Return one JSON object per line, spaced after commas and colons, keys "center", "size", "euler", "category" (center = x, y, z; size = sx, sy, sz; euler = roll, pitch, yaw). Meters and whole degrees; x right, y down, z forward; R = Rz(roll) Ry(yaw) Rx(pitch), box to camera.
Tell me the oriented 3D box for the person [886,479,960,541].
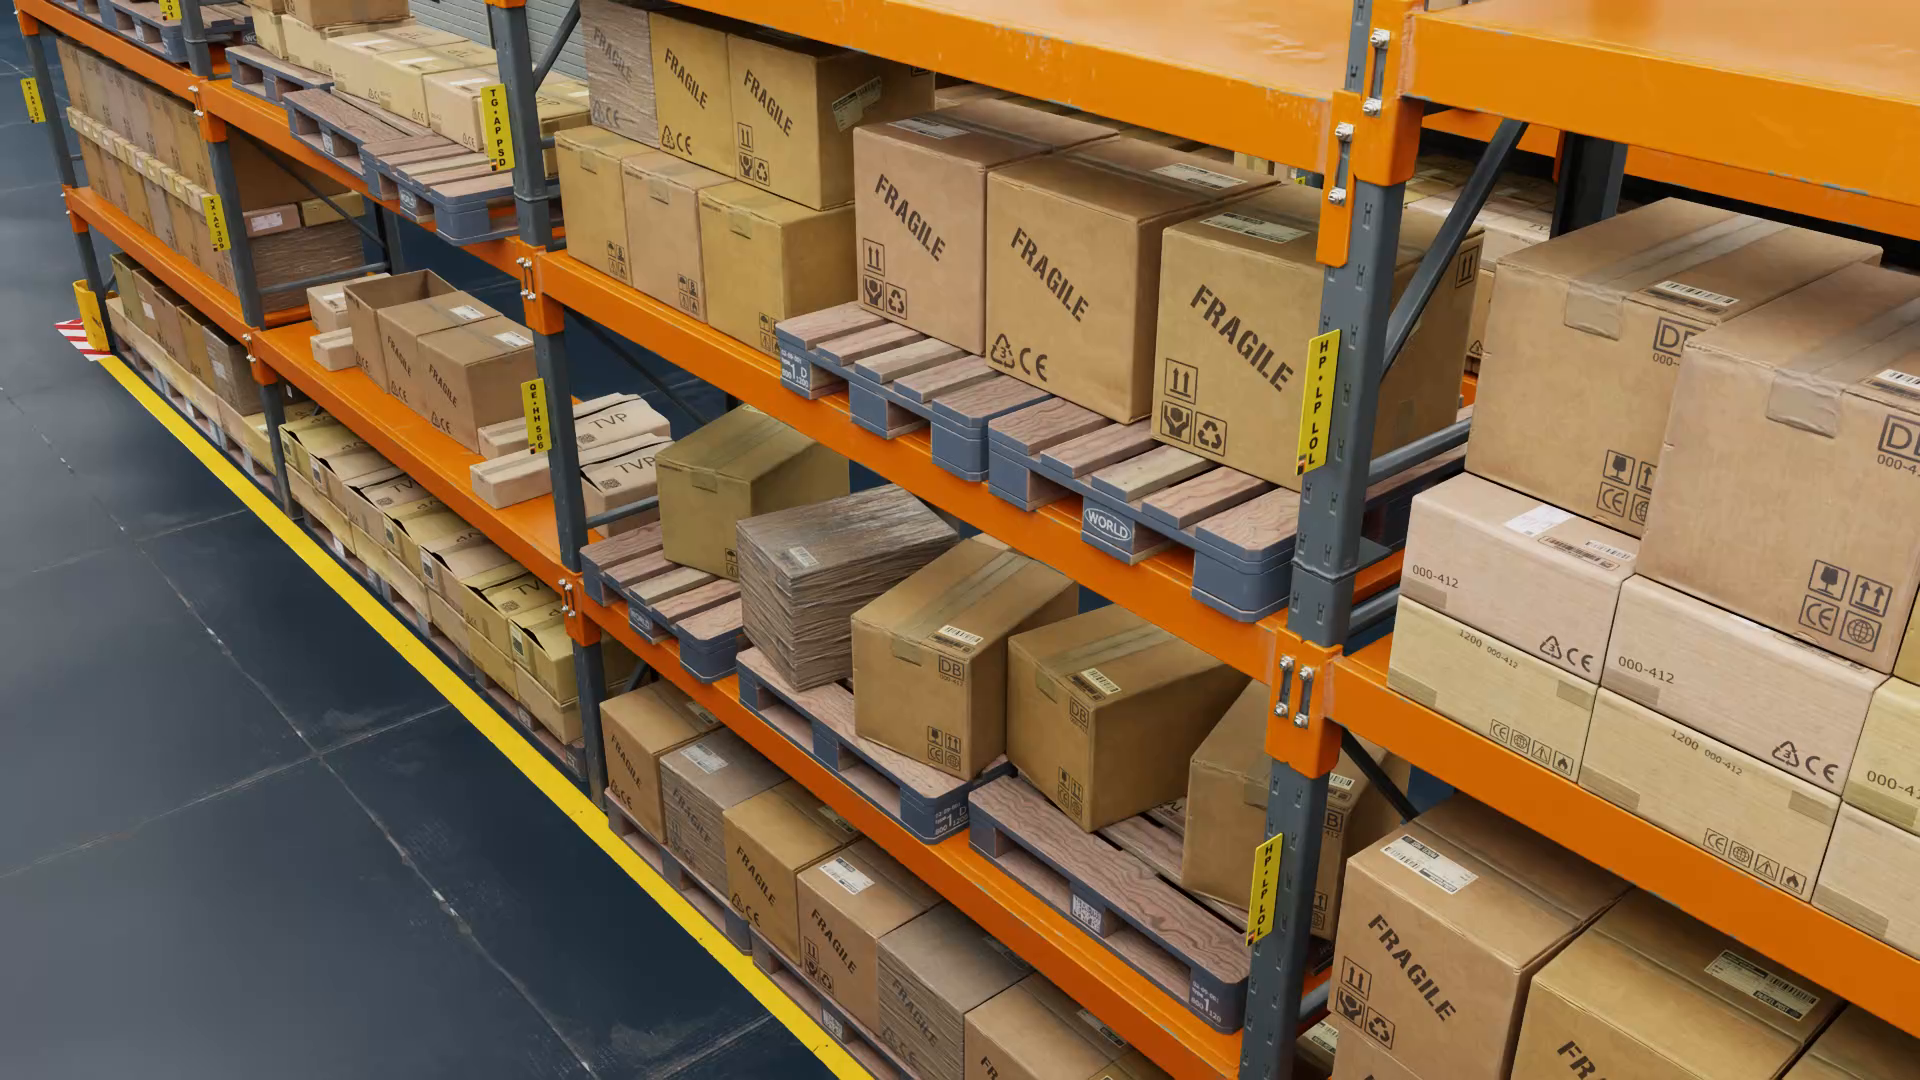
{"center": [-0.157, -0.376, 9.375], "size": [0.586, 1.772, 0.466], "euler": [11, 30, 20], "category": "person"}
